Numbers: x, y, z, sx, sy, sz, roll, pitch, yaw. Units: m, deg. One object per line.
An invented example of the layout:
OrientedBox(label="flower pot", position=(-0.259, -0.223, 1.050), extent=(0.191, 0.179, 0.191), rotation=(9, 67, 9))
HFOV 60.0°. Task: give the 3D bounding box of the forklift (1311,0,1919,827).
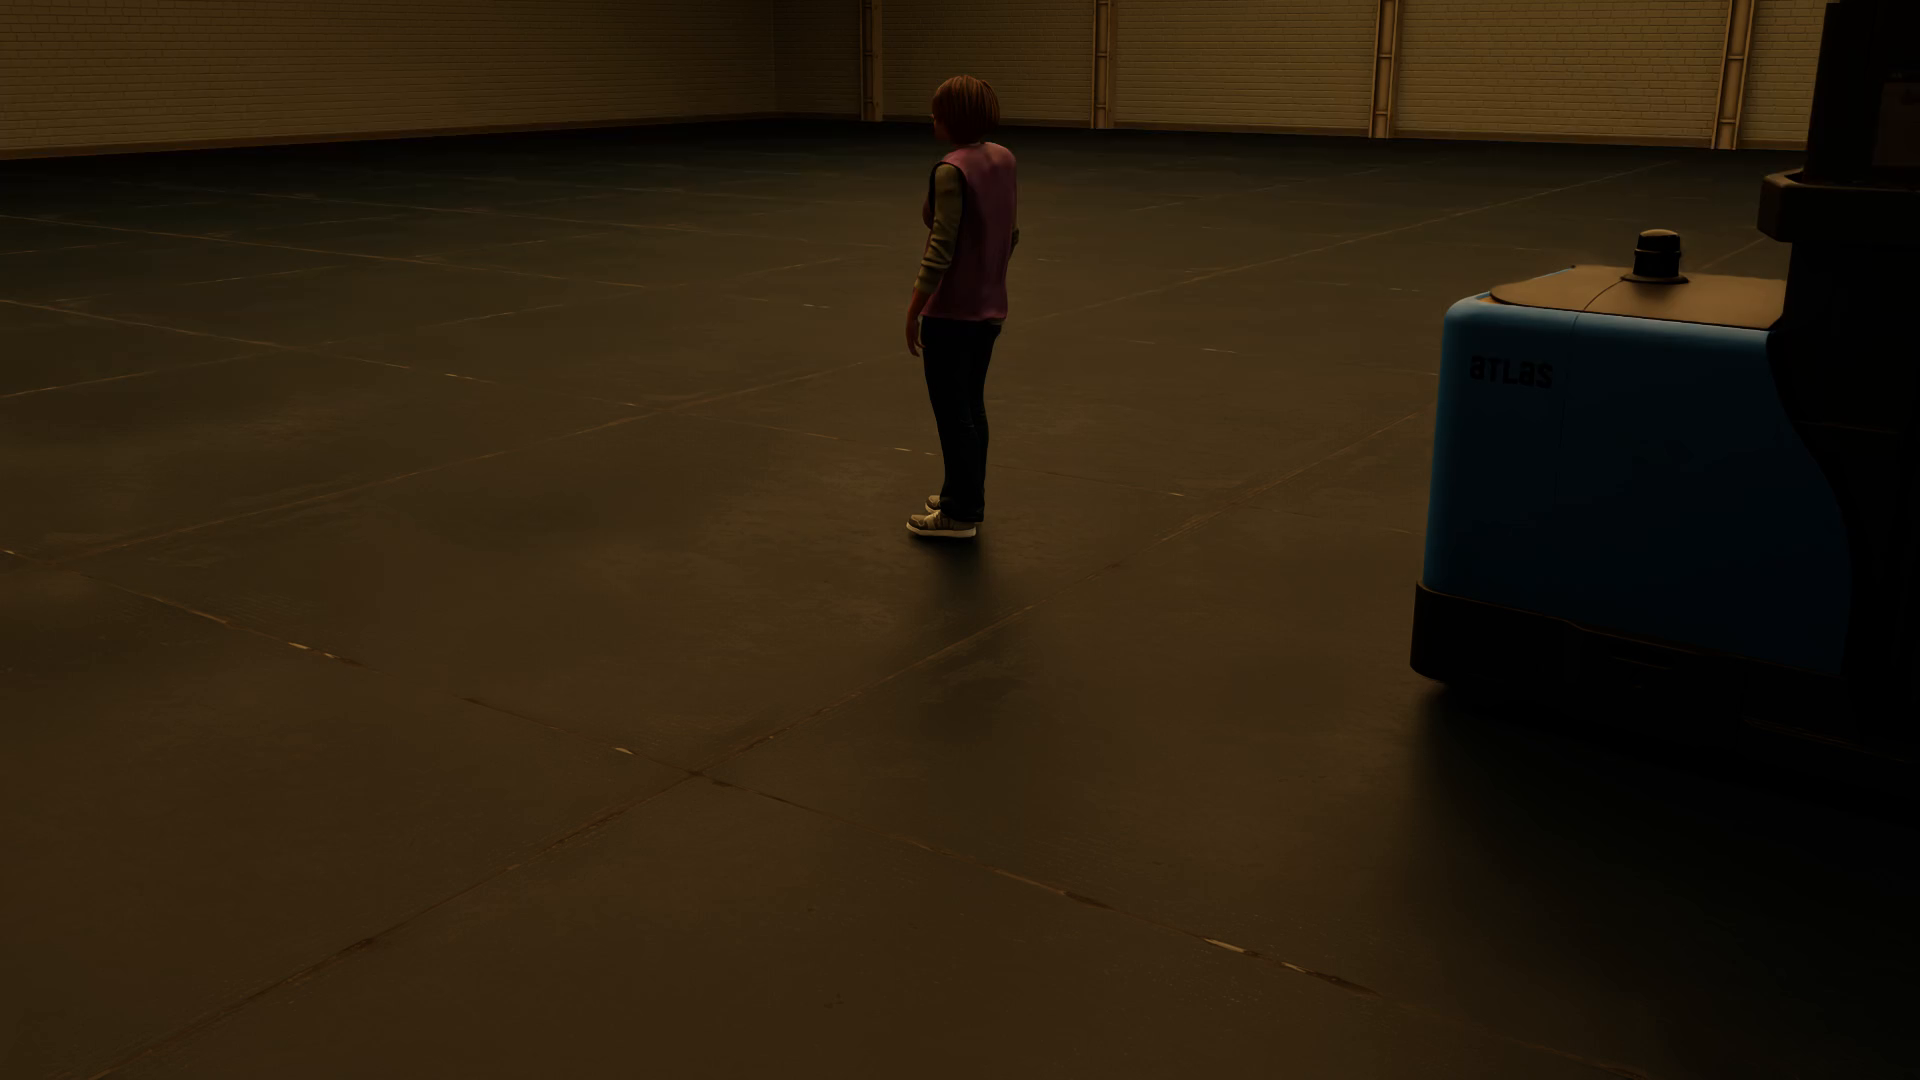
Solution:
OrientedBox(label="forklift", position=(2.460, -0.880, 3.775), extent=(3.031, 2.935, 1.130), rotation=(13, 21, 37))

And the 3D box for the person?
OrientedBox(label="person", position=(-0.053, -0.788, 5.769), extent=(0.475, 1.598, 0.519), rotation=(11, 20, 33))
